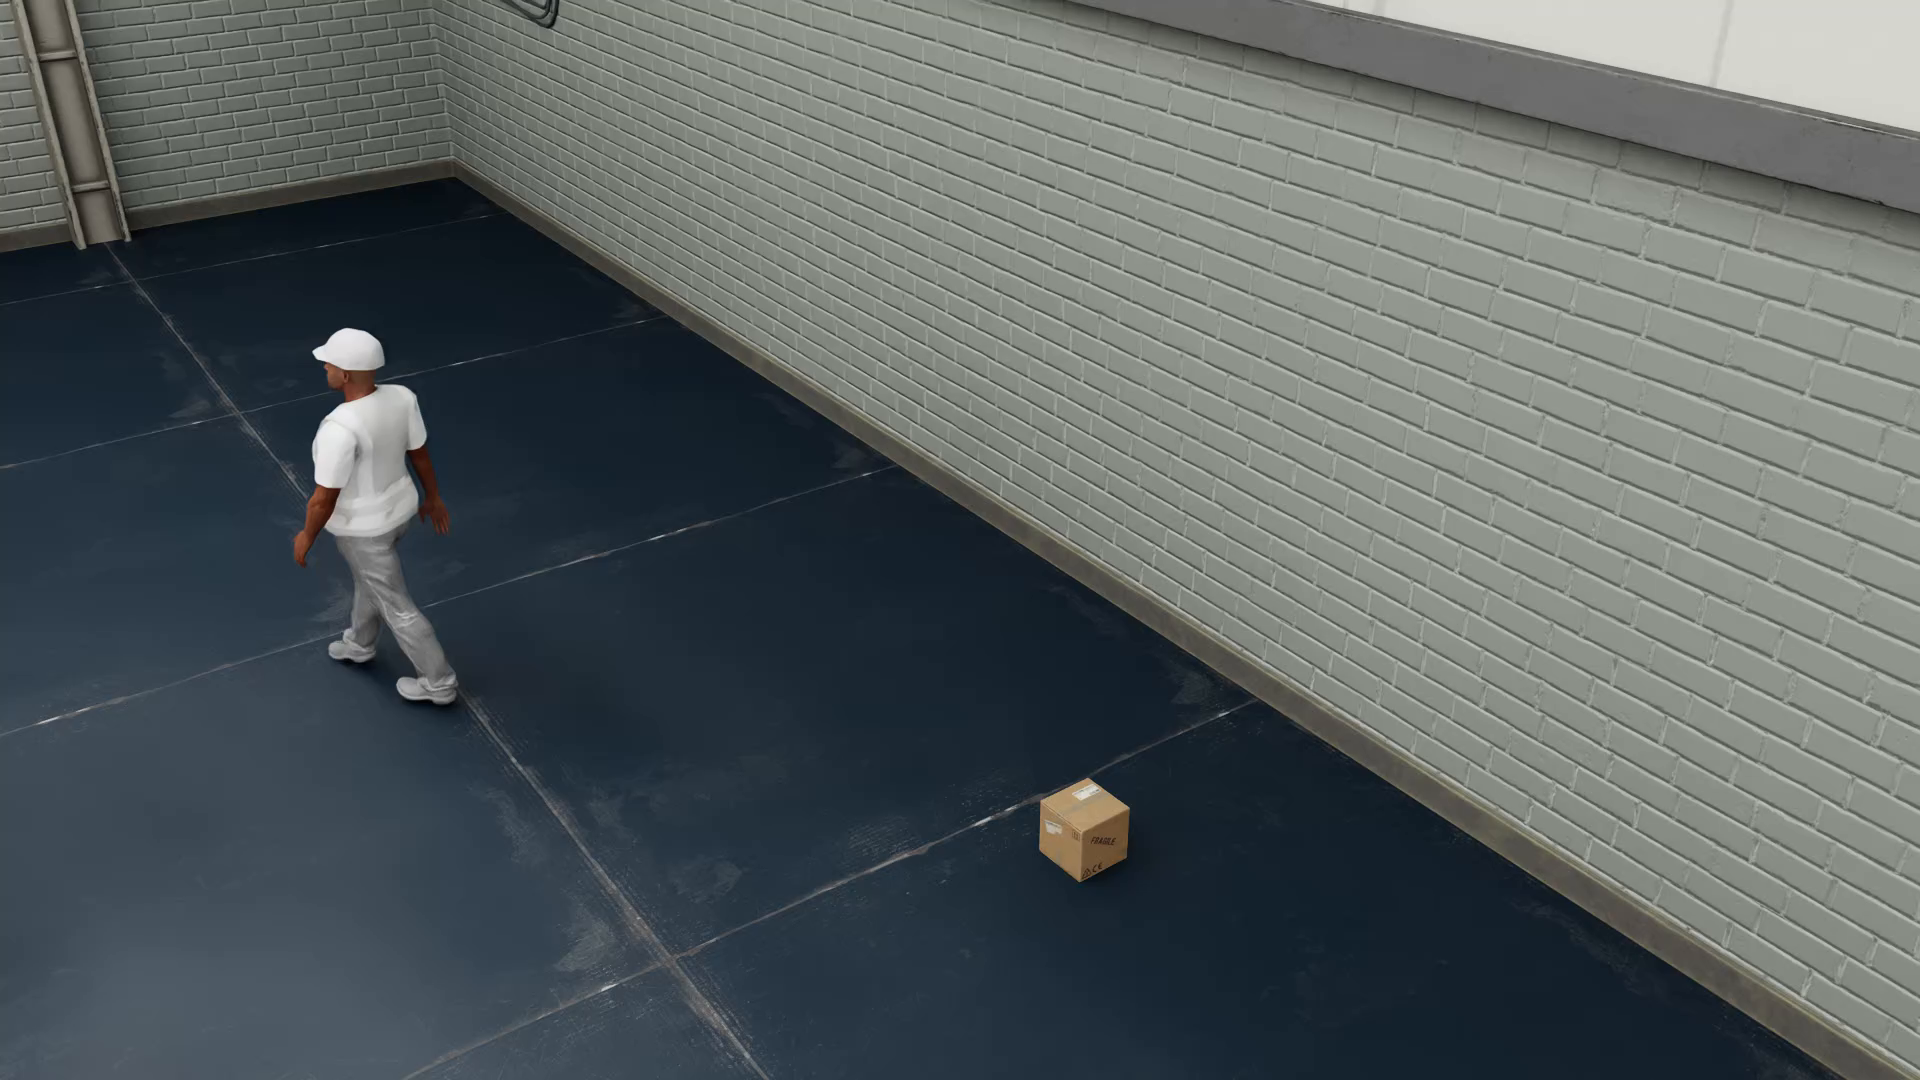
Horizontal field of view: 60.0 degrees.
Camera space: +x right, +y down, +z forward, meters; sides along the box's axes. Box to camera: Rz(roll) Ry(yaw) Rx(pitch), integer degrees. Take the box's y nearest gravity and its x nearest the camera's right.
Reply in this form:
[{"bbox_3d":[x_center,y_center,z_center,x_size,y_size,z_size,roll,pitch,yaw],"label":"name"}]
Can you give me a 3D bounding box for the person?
[{"bbox_3d":[-2.655,-0.107,7.282,0.861,1.752,0.615,9,30,15],"label":"person"}]
